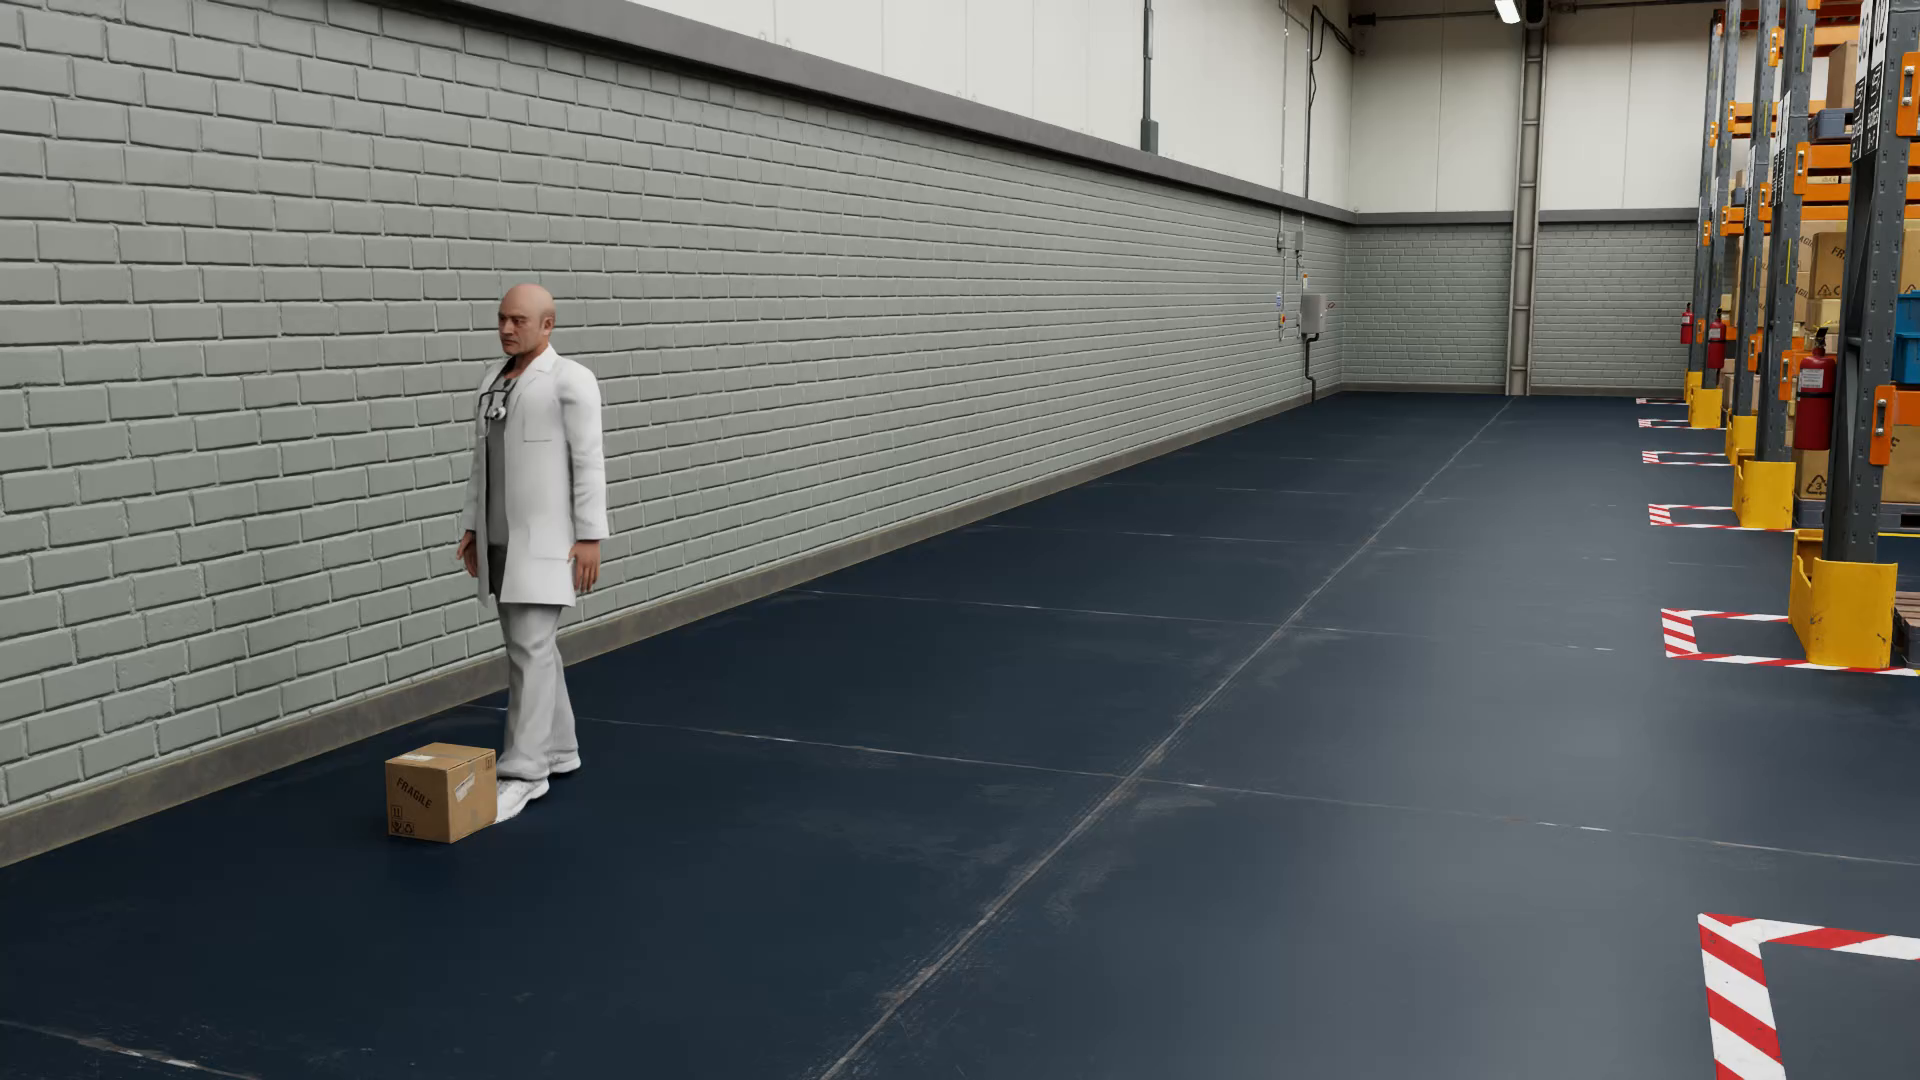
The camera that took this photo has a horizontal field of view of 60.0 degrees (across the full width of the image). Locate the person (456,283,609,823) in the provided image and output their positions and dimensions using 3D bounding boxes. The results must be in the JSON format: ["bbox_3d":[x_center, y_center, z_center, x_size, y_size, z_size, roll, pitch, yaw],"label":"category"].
[{"bbox_3d":[-1.586,0.013,5.778,0.625,1.790,0.623,6,11,37],"label":"person"}]
